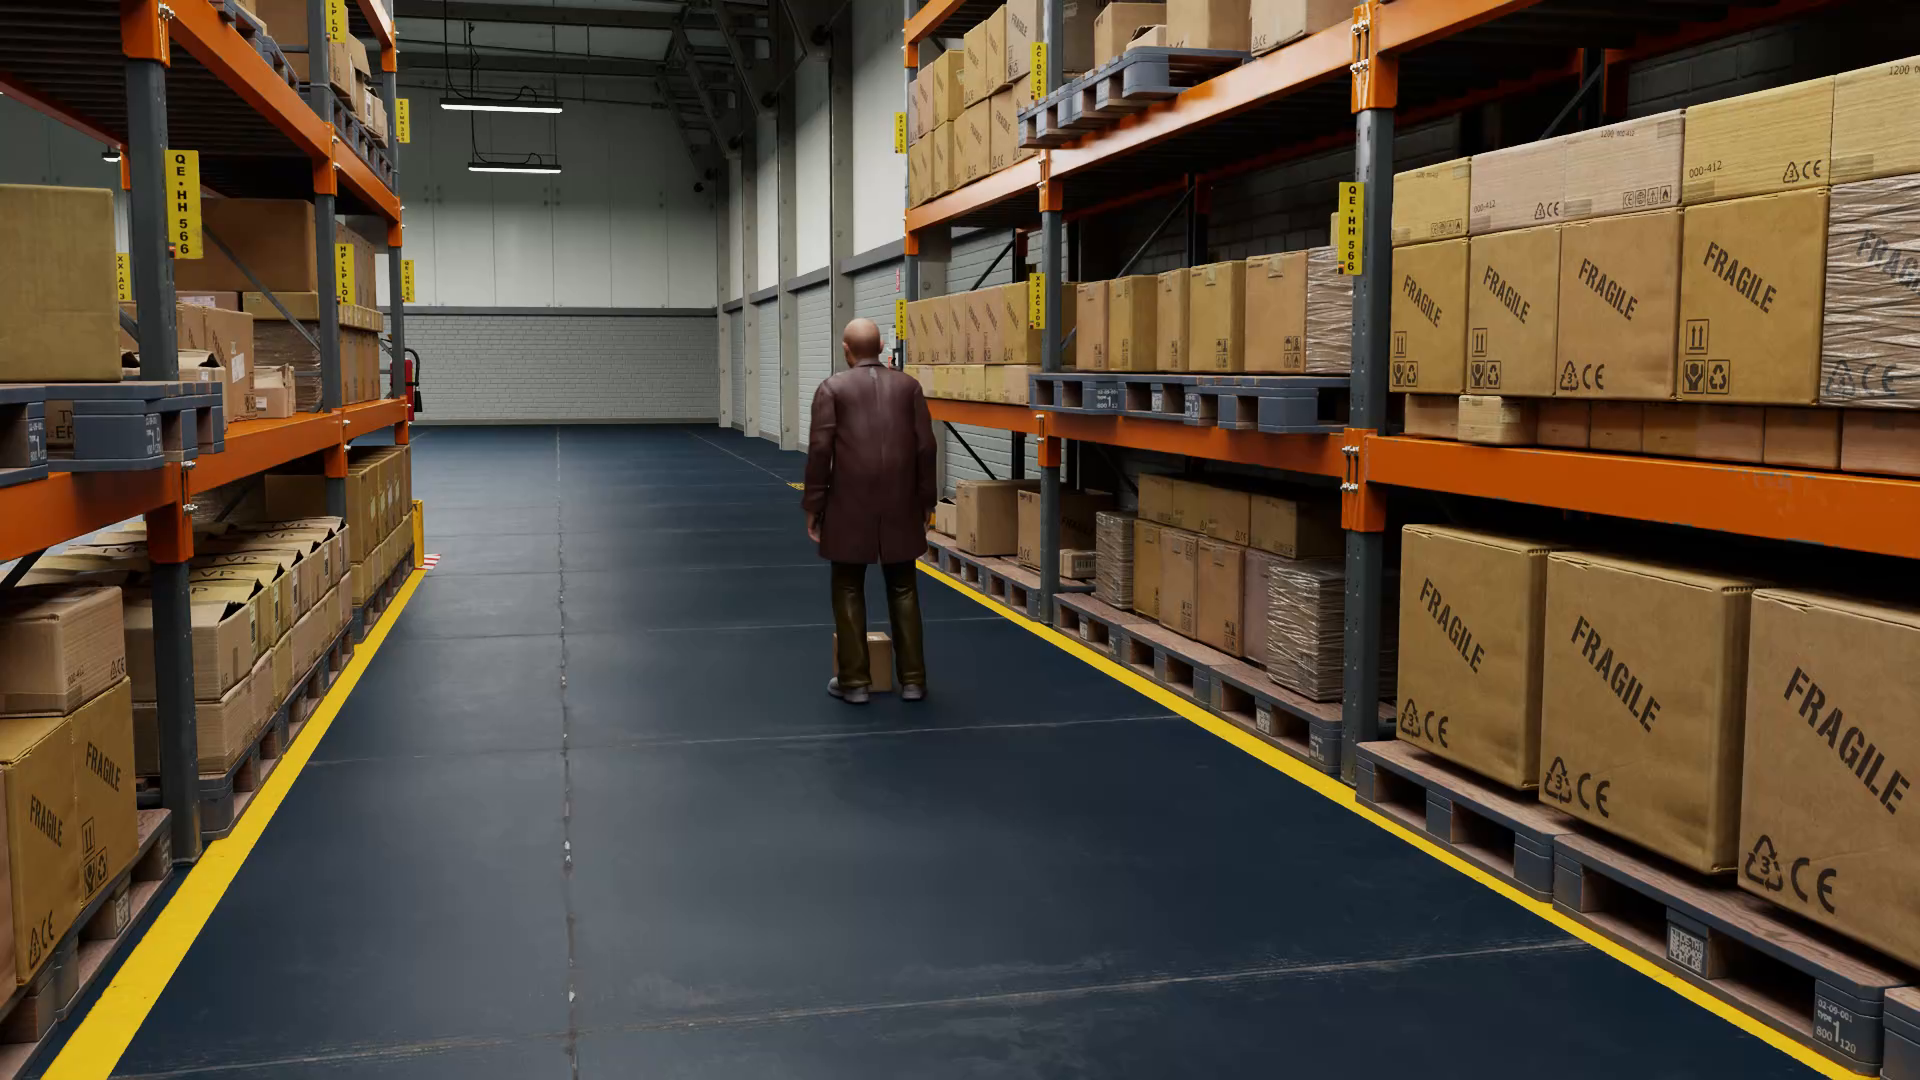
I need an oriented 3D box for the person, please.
[{"bbox_3d":[-0.419,-0.141,7.731,0.651,1.773,0.428,-2,6,-17],"label":"person"}]
